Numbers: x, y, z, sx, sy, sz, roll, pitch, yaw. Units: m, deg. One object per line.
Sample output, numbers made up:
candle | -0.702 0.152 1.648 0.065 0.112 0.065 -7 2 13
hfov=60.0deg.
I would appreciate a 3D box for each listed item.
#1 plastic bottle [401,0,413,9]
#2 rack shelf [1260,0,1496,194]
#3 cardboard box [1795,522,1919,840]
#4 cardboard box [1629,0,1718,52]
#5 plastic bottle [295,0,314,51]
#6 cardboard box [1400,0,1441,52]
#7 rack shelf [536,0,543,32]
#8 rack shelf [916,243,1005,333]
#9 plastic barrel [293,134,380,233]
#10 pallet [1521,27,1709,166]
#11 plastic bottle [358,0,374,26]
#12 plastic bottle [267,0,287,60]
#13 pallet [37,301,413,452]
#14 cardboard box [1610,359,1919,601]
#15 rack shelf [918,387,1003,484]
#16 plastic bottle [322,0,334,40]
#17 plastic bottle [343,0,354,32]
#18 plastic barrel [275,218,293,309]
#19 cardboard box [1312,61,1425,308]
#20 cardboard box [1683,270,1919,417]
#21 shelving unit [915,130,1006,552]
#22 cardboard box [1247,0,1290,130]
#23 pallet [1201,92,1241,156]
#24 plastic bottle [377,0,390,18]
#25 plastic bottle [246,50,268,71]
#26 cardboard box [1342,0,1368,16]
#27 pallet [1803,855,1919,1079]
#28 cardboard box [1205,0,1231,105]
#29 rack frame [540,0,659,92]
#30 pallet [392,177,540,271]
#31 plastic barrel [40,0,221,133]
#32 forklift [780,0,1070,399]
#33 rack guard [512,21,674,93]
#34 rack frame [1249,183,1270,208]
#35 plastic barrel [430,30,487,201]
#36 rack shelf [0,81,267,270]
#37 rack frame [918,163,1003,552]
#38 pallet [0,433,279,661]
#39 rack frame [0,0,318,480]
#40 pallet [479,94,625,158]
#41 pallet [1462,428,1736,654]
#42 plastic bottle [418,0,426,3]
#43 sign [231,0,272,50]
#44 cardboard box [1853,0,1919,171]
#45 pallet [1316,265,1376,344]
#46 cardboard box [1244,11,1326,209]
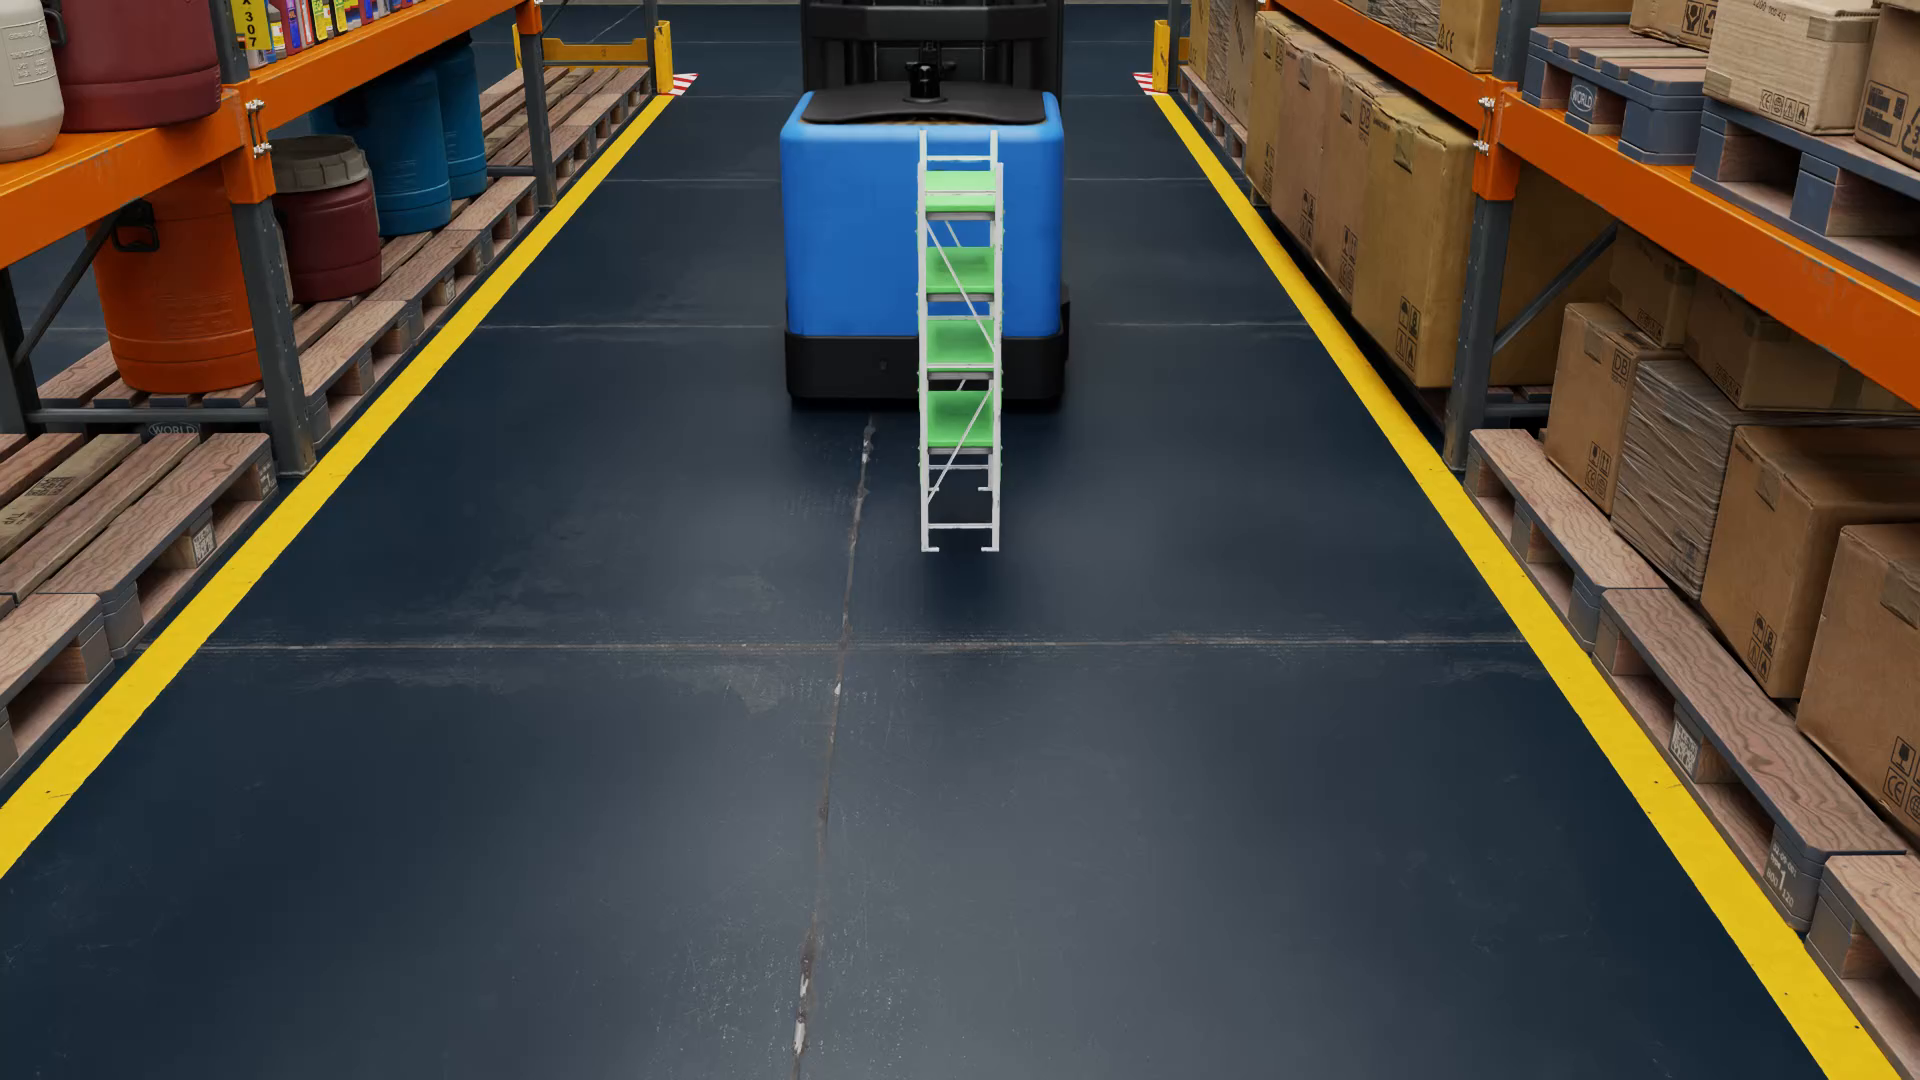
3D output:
plastic bottle | -2.406 -2.431 7.127 0.061 0.283 0.133 0 24 -1
rack shelf | 2.179 -2.120 7.171 1.077 0.370 4.000 0 24 -1
cardboard box | 2.266 0.283 3.485 0.700 0.500 0.500 -2 24 -5
cardboard box | 2.247 -1.638 4.602 0.500 0.500 0.500 -3 25 -7
plastic bottle | -2.438 -1.916 5.996 0.152 0.276 0.135 0 24 -1
cardboard box | 1.948 -2.077 6.081 0.500 0.500 0.500 0 24 -1
rack shelf | -2.817 -3.746 10.766 1.077 0.370 4.000 0 24 -1
rack shelf | -0.002 -0.775 5.081 0.258 0.148 0.480 0 24 -1
plastic barrel | -2.882 -1.559 7.565 0.421 0.512 0.421 0 24 0
pallet | 2.315 -1.243 4.592 1.213 0.211 1.003 0 24 -1
plastic bottle | -2.400 -2.205 6.626 0.061 0.283 0.133 0 24 -1
plastic bottle | -2.408 -1.779 5.784 0.097 0.201 0.097 0 24 0
pallet | -2.802 -0.656 6.444 1.003 0.211 1.213 0 24 -1
cardboard box | 2.247 -0.181 4.510 0.700 0.500 0.500 -2 24 -5
rack shelf | -0.002 -0.338 5.279 0.258 0.148 0.480 0 24 -1
plastic bottle | -2.414 -1.984 6.239 0.097 0.201 0.097 0 24 0
plastic bottle | -2.416 -2.111 6.435 0.097 0.271 0.097 0 24 0
plastic barrel | -2.870 -1.093 6.537 0.421 0.512 0.421 0 24 0
cardboard box | 2.212 -1.499 6.993 1.225 0.875 0.875 0 24 0
cardboard box | 2.254 -0.533 4.377 0.500 0.250 0.500 2 24 5
shelving unit | -0.002 -0.615 5.154 0.258 1.200 0.503 0 24 -1
cardboard box | 2.230 -2.768 9.798 0.875 0.875 0.875 0 24 -1
pallet | 2.211 -2.819 11.227 1.003 0.211 1.213 0 24 -1
plastic bottle | -2.448 -2.296 6.838 0.152 0.276 0.135 0 24 -1
plastic bottle | -2.433 -1.725 5.574 0.152 0.276 0.135 0 24 -1
cardboard box | 1.935 -2.501 7.018 0.500 0.500 0.500 0 24 0
pallet | 2.235 0.974 2.840 1.003 0.211 1.213 0 24 -1
cardboard box | 2.210 -3.505 11.429 0.875 0.875 0.875 0 24 -1
rack frame | -2.839 -4.898 12.440 1.000 3.000 0.127 0 24 -1
pallet | -2.829 -1.661 8.667 1.003 0.211 1.213 0 24 -1
plastic barrel | -2.444 -1.474 4.704 0.600 0.536 0.708 0 24 -1
forklift | -0.110 -2.424 7.052 1.130 2.935 3.031 0 24 1
rack guard | -2.852 -3.769 12.977 1.175 0.500 0.348 0 24 -1
rack frame | 2.157 -3.272 8.845 1.000 3.000 0.127 0 24 -1
plastic barrel | -2.807 -2.261 8.646 0.600 0.901 0.708 0 24 -1
rack shelf | -2.730 -0.450 3.477 1.077 0.370 4.000 0 24 -1
rack frame | 0.001 -0.514 4.931 0.240 1.200 0.015 0 24 -1
pallet | -2.782 -0.012 5.020 1.003 0.211 1.213 0 24 -1
rack frame | -2.752 -1.602 5.151 1.000 3.000 0.127 0 24 -1
pallet | -2.858 -2.786 11.154 1.003 0.211 1.213 0 24 -1
pallet | 2.208 -0.031 5.063 1.003 0.211 1.213 0 24 -1
plastic bottle | -2.454 -2.523 7.339 0.152 0.276 0.135 0 24 -1
sign | -2.202 -1.681 5.130 0.100 0.325 0.005 0 24 -1
cardboard box | 2.133 -0.928 3.027 0.797 0.503 0.637 2 24 5
pallet | 2.257 -1.180 7.603 1.003 0.211 1.213 0 24 -1
cardboard box | 2.184 -2.232 8.613 1.225 0.875 0.875 0 24 0
